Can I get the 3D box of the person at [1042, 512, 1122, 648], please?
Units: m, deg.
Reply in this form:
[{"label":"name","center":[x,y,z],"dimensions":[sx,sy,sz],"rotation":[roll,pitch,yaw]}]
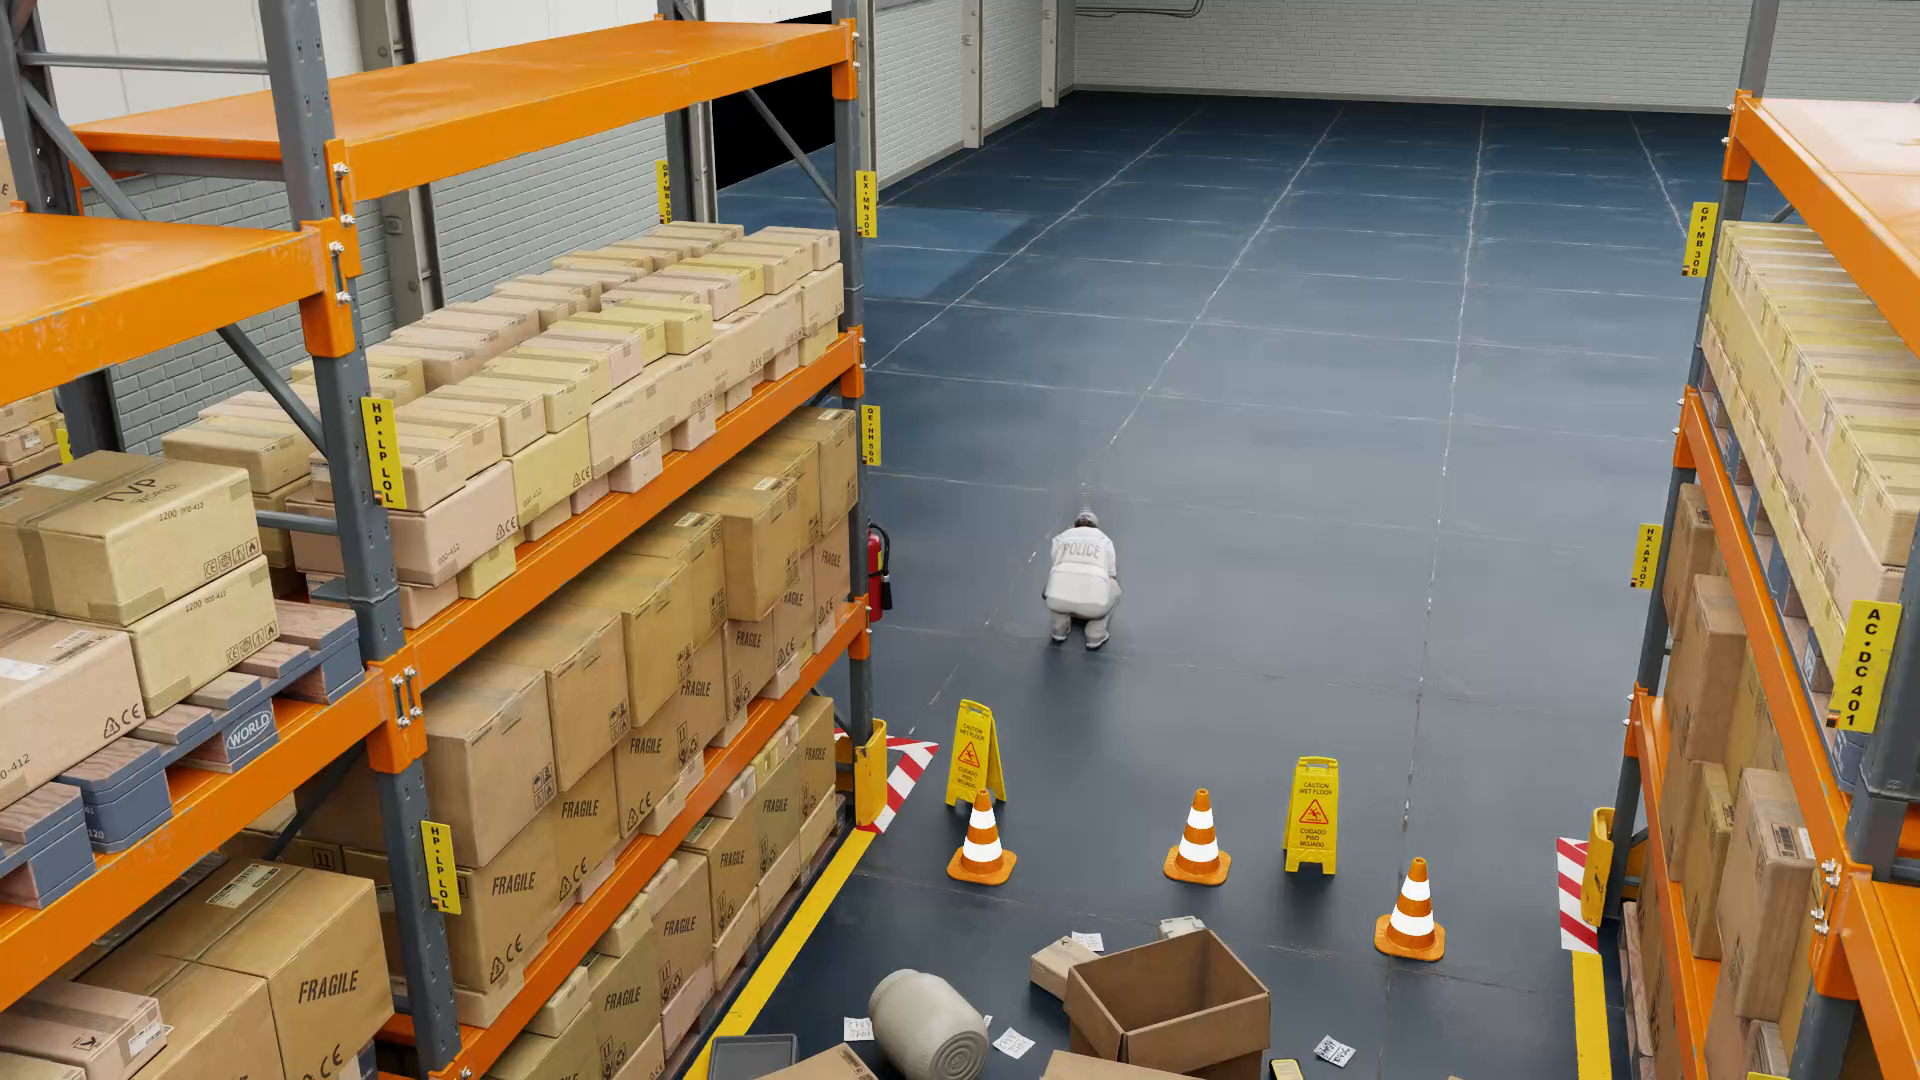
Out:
[{"label":"person","center":[0.856,0.311,11.592],"dimensions":[0.514,0.808,0.886],"rotation":[6,23,15]}]
